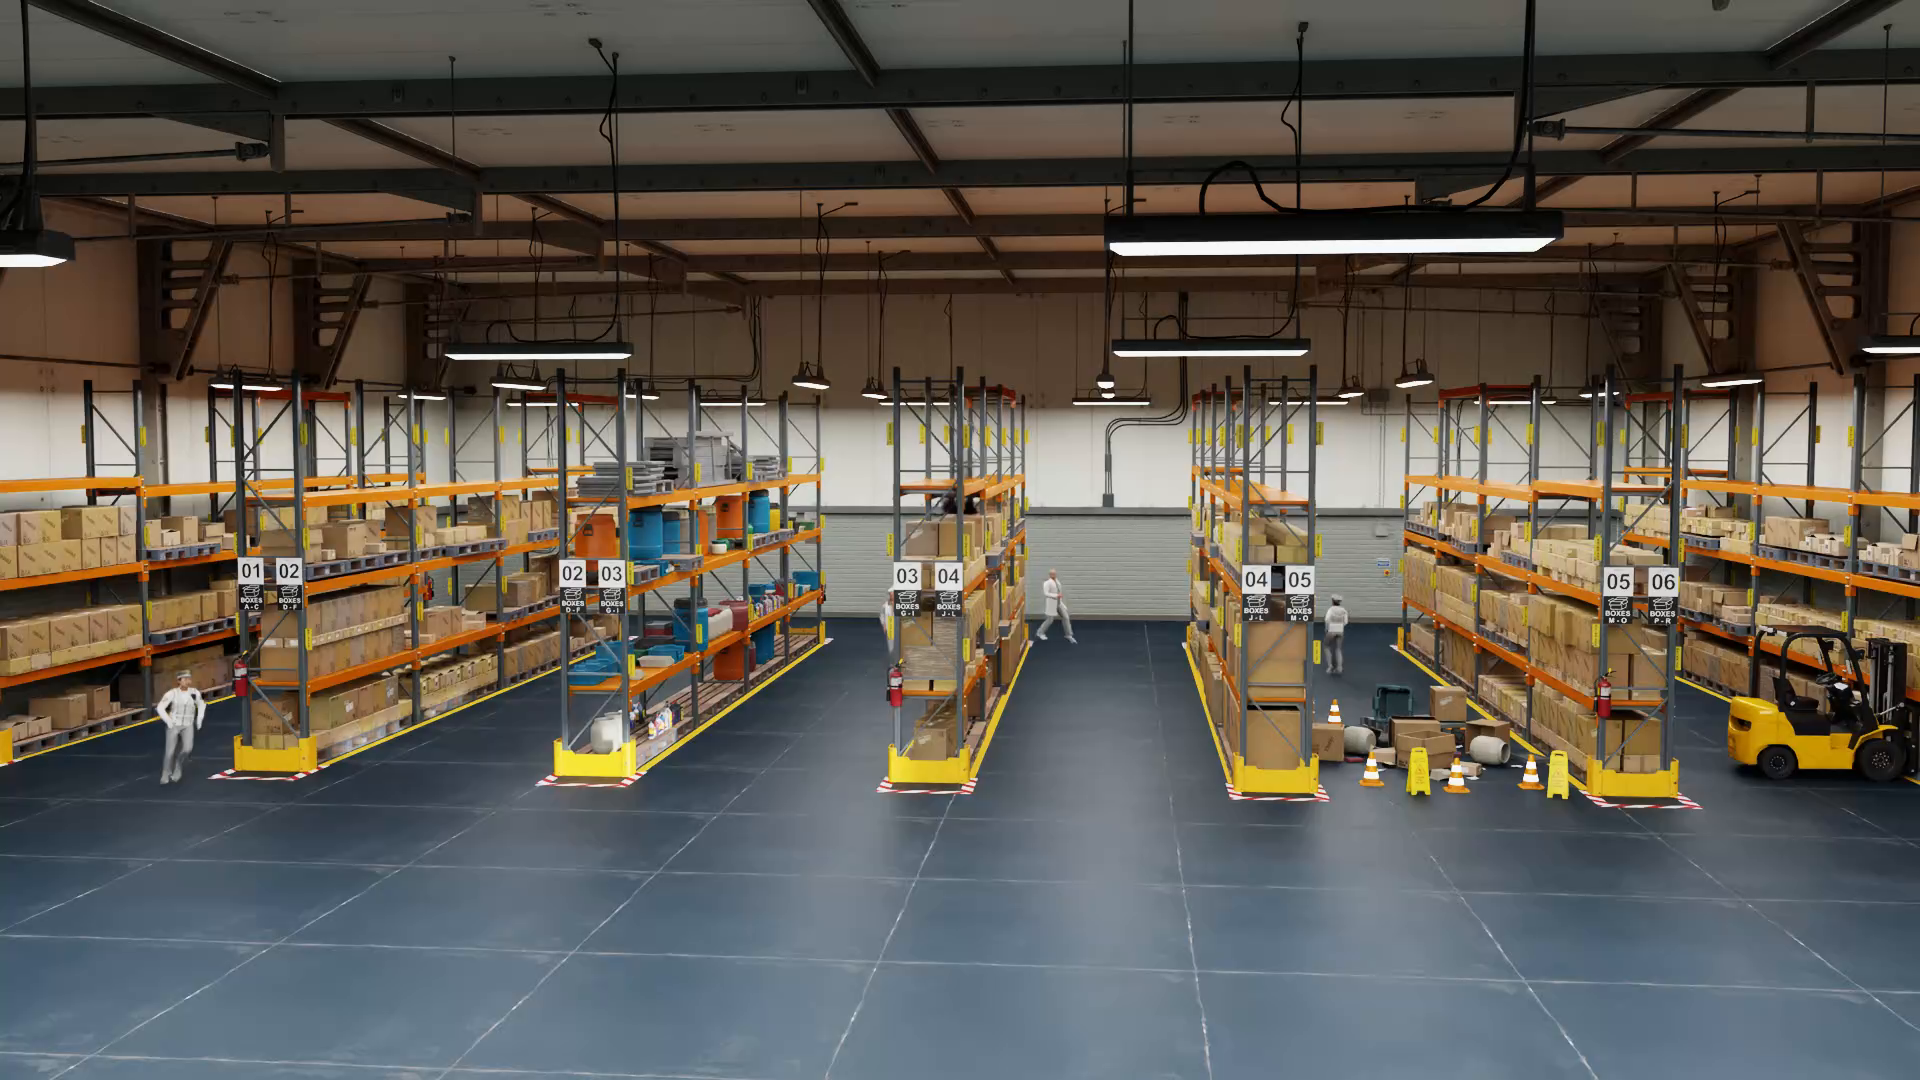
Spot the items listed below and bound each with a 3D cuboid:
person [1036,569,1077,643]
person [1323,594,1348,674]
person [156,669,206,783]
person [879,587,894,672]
[{"bbox_3d":[2.279,1.701,40.433,1.019,1.611,0.711,3,5,42],"label":"person"},{"bbox_3d":[7.889,1.990,35.055,0.588,1.716,0.695,0,4,-8],"label":"person"},{"bbox_3d":[-11.238,2.687,24.049,0.675,1.632,0.549,-2,4,-33],"label":"person"},{"bbox_3d":[-1.289,1.794,33.316,0.674,1.704,0.652,1,4,12],"label":"person"}]
